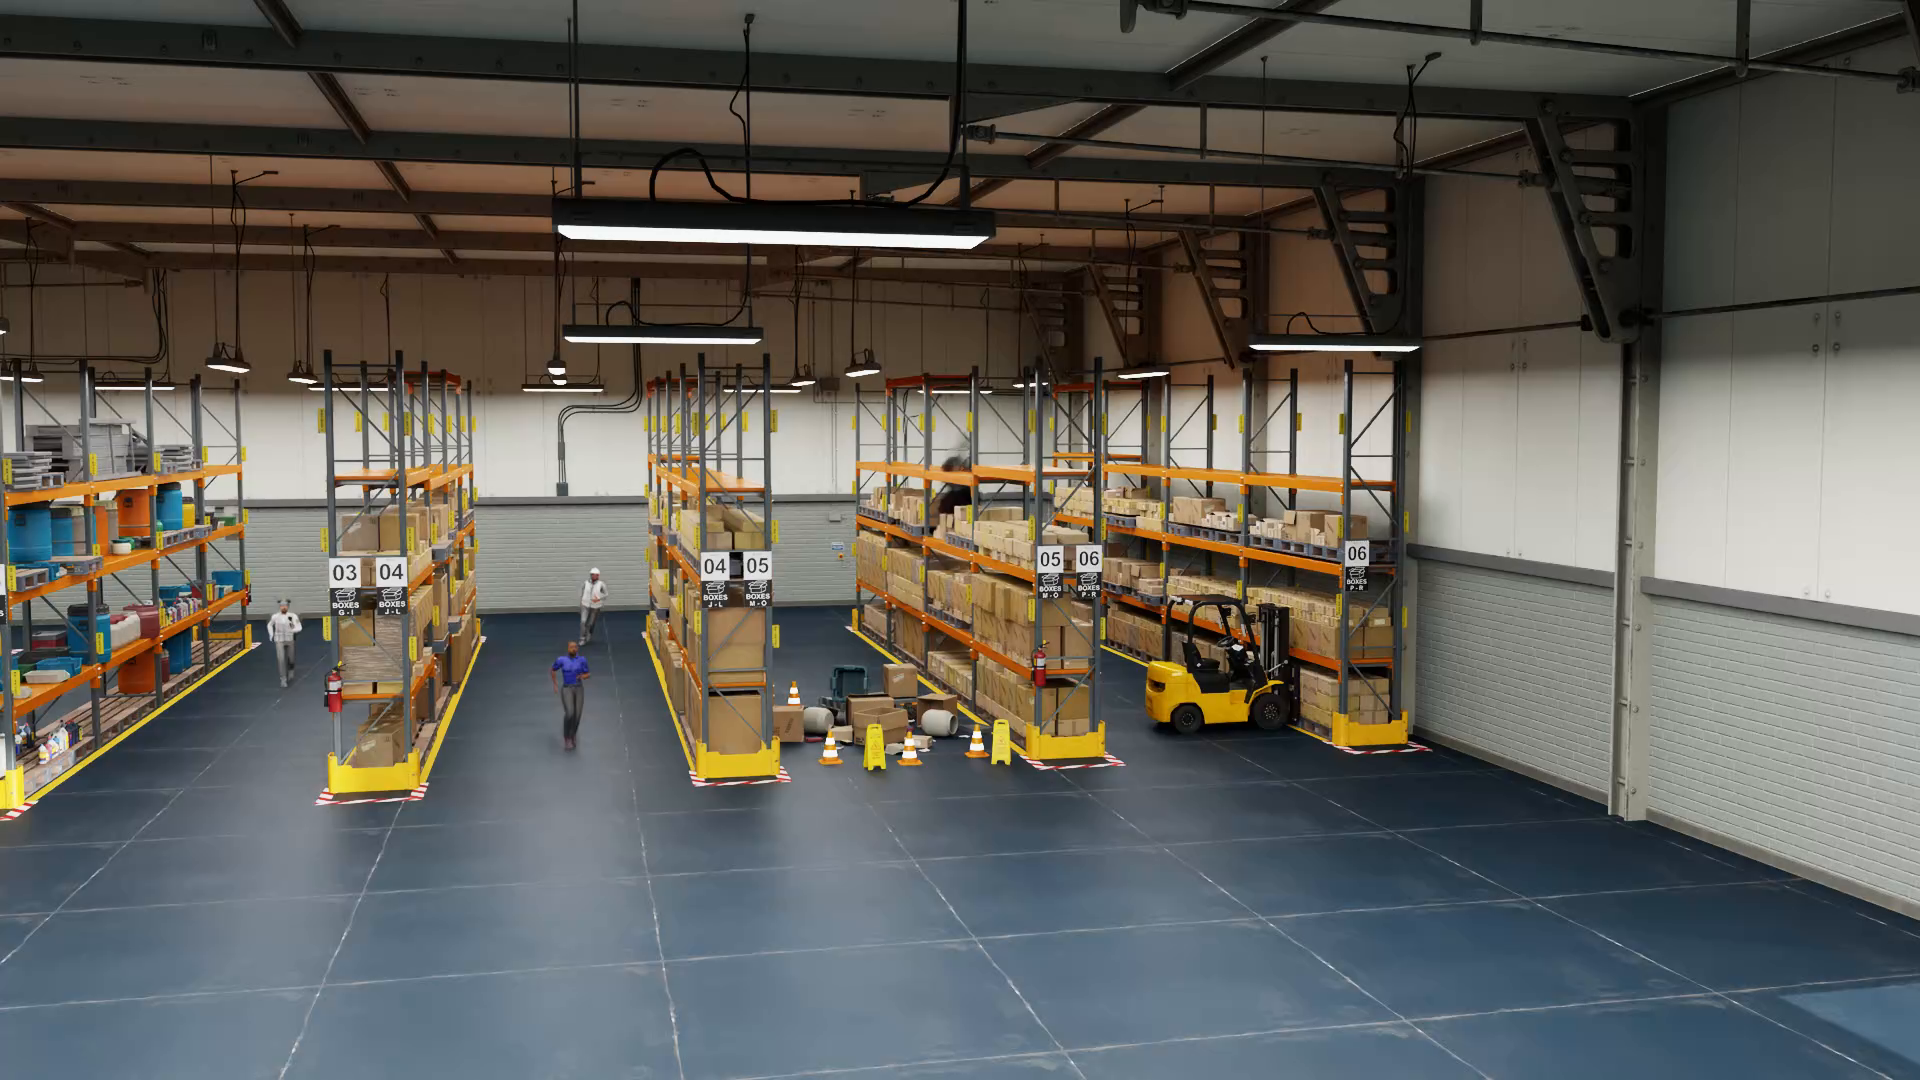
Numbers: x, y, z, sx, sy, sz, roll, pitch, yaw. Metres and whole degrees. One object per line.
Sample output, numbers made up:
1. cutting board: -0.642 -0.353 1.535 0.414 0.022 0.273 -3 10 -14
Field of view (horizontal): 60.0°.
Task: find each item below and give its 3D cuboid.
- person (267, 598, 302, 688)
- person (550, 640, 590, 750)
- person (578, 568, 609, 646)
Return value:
1. person: -12.913 1.940 31.801 0.622 1.670 0.896 -2 4 -21
2. person: -6.006 2.395 25.729 0.535 1.701 0.725 -2 5 -28
3. person: -8.328 1.497 37.807 0.684 1.734 0.920 0 4 -5
